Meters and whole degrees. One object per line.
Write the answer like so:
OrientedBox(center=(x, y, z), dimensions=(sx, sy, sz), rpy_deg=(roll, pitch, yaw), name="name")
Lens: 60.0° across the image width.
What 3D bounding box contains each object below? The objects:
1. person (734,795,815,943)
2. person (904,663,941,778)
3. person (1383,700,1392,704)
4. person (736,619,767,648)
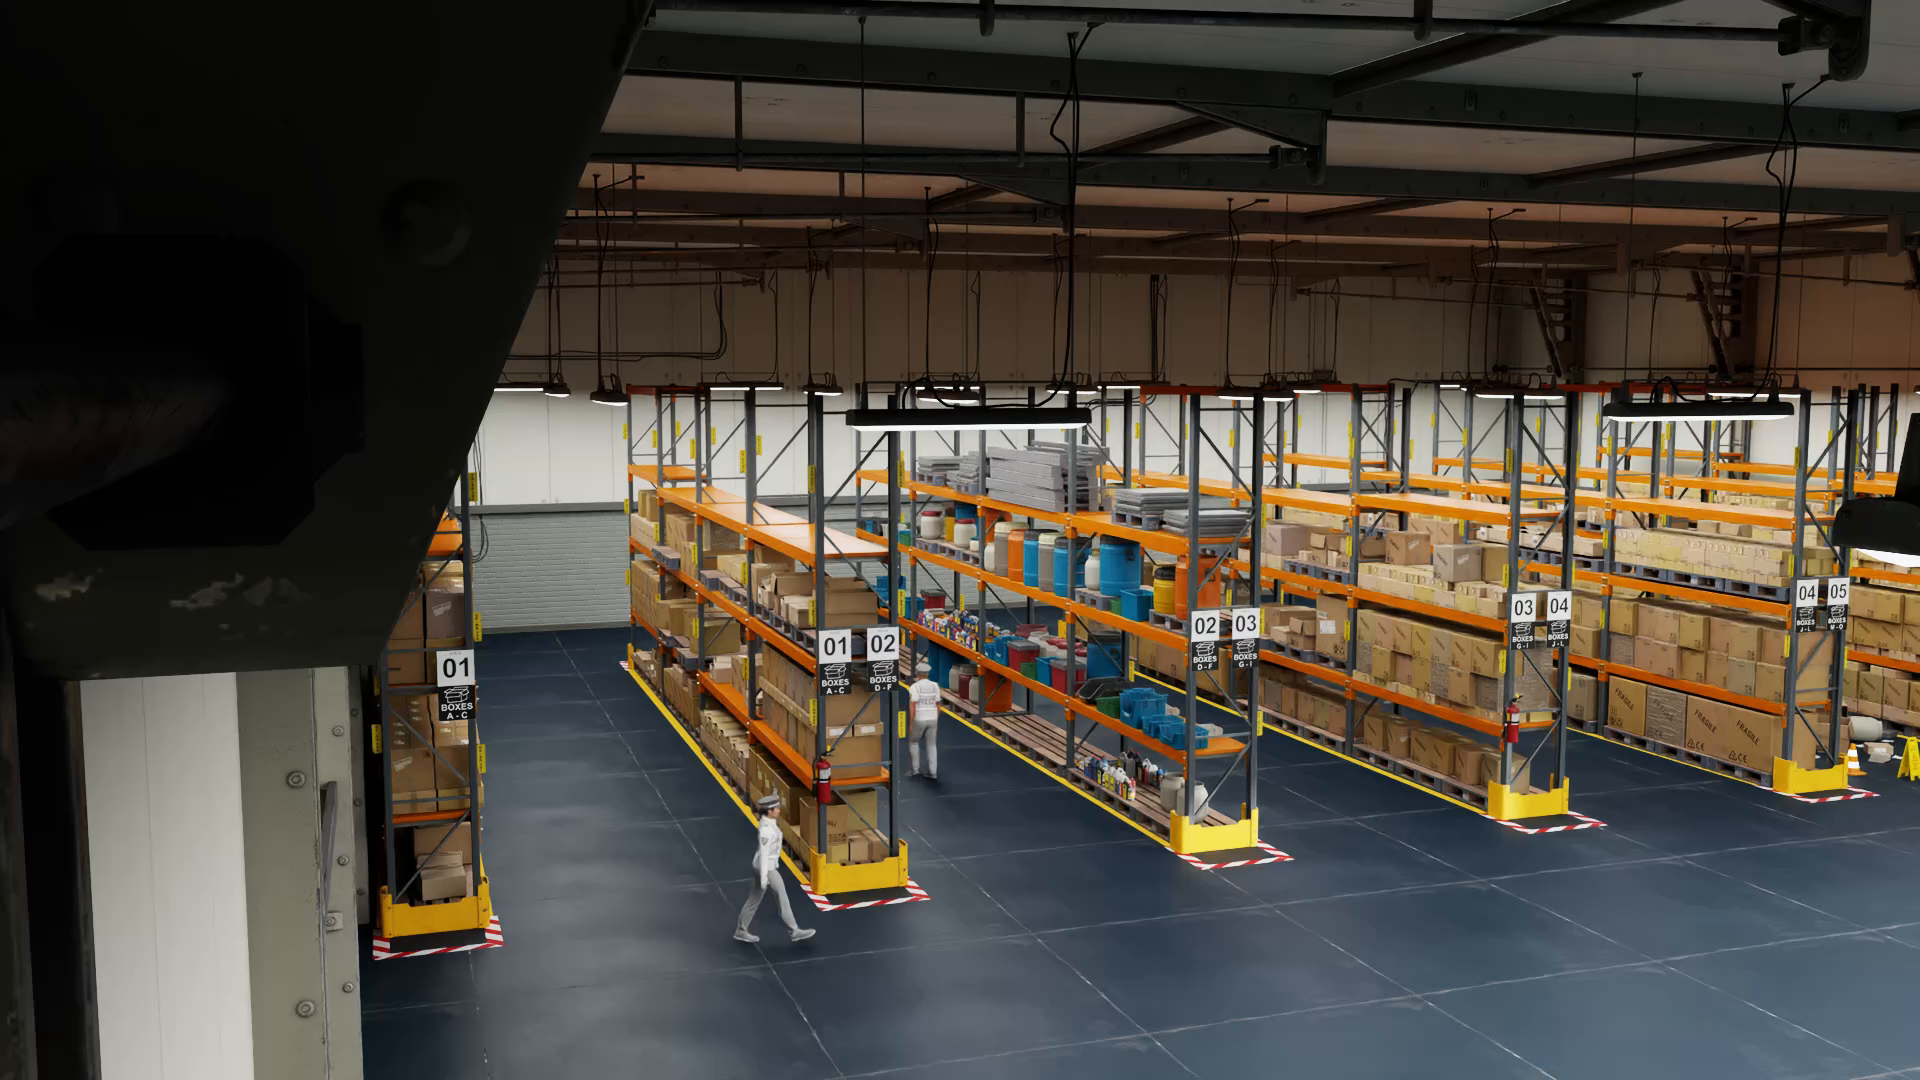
OrientedBox(center=(-2.057, 3.624, 18.351), dimensions=(0.892, 1.646, 0.502), rpy_deg=(-1, 6, -10), name="person")
OrientedBox(center=(-0.548, 2.830, 25.741), dimensions=(0.576, 1.830, 0.600), rpy_deg=(-3, 7, -27), name="person")
OrientedBox(center=(8.362, 2.290, 31.373), dimensions=(0.460, 1.708, 0.606), rpy_deg=(-3, 7, -30), name="person")
OrientedBox(center=(-4.205, 1.843, 33.356), dimensions=(0.656, 1.546, 1.126), rpy_deg=(-3, 6, -23), name="person")
